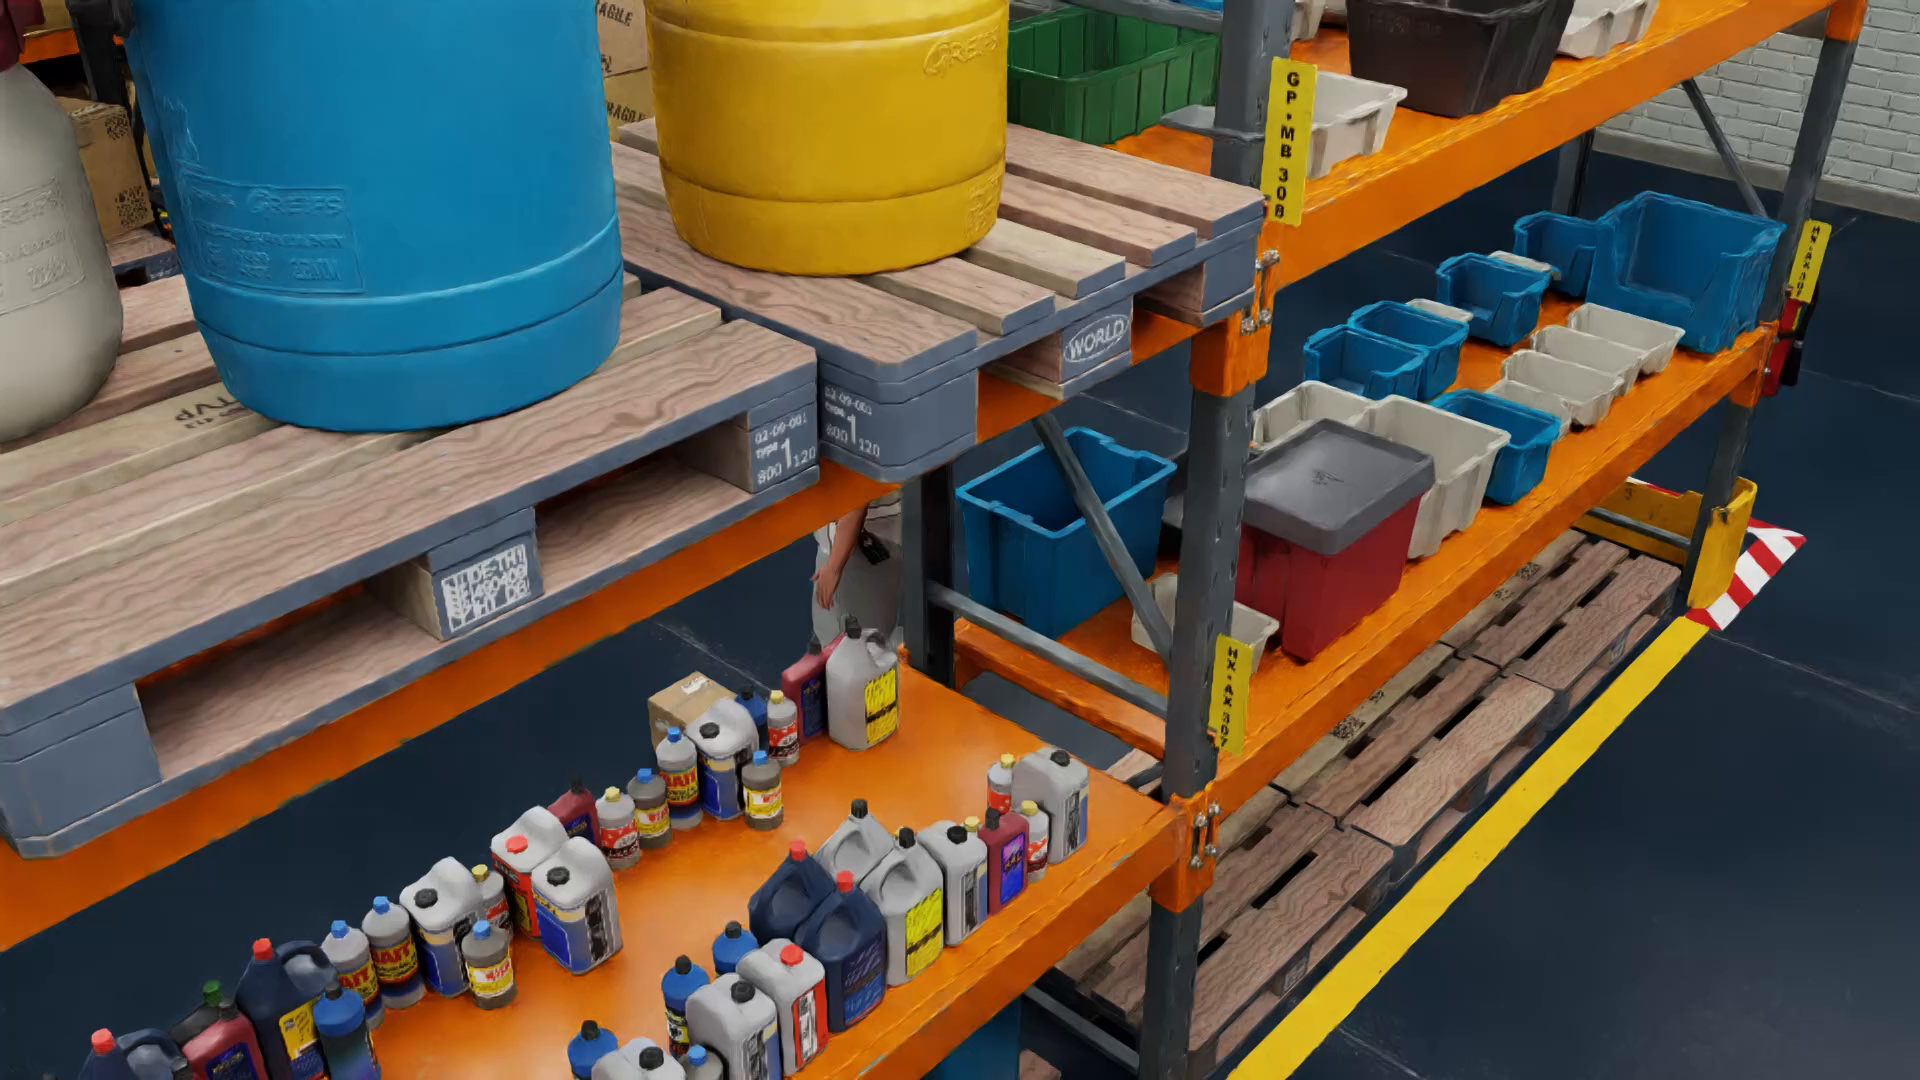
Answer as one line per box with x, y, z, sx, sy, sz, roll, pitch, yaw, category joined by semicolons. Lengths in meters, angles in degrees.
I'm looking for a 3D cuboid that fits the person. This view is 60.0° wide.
-0.351;-0.027;6.164;0.817;1.725;0.546;-9;32;-15;person
